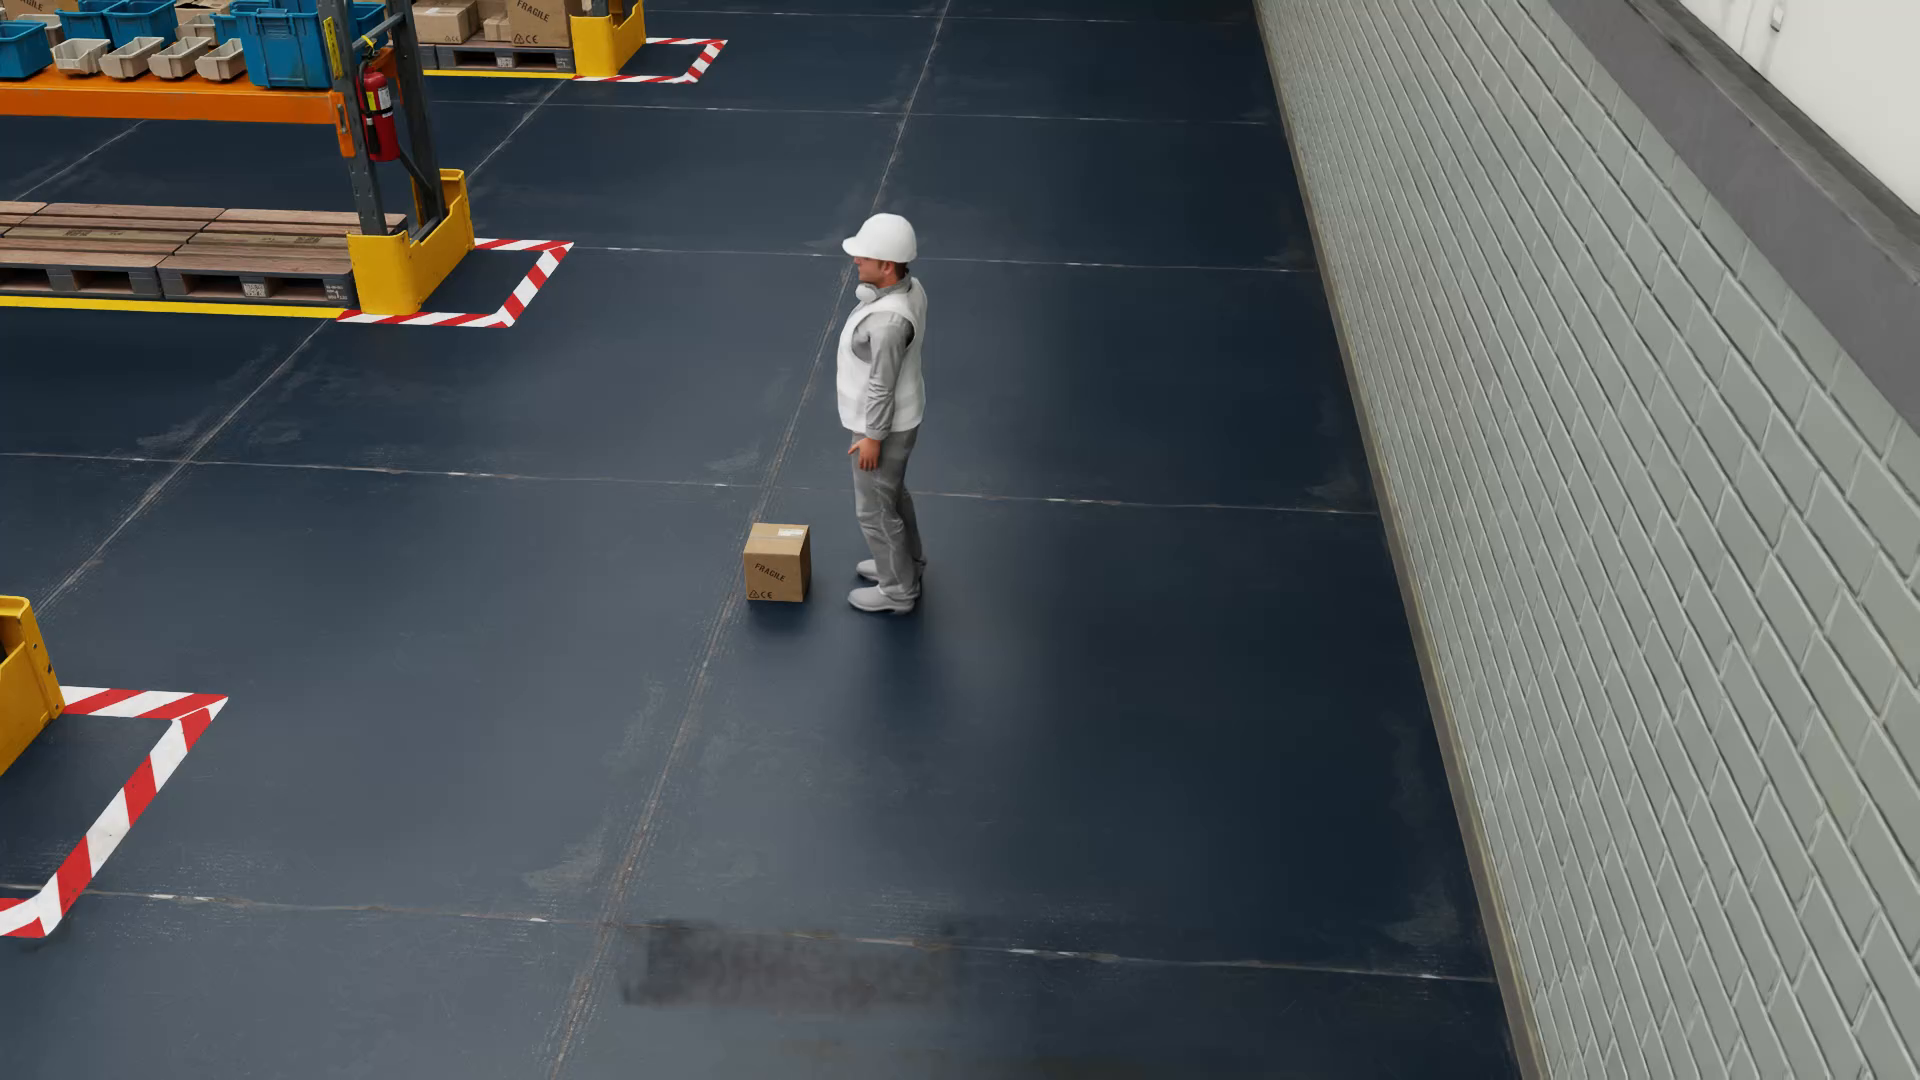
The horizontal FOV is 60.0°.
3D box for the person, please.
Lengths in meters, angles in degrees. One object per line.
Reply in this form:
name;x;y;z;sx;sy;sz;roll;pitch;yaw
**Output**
person;-0.324;-0.516;6.950;0.356;1.768;0.531;3;32;5
